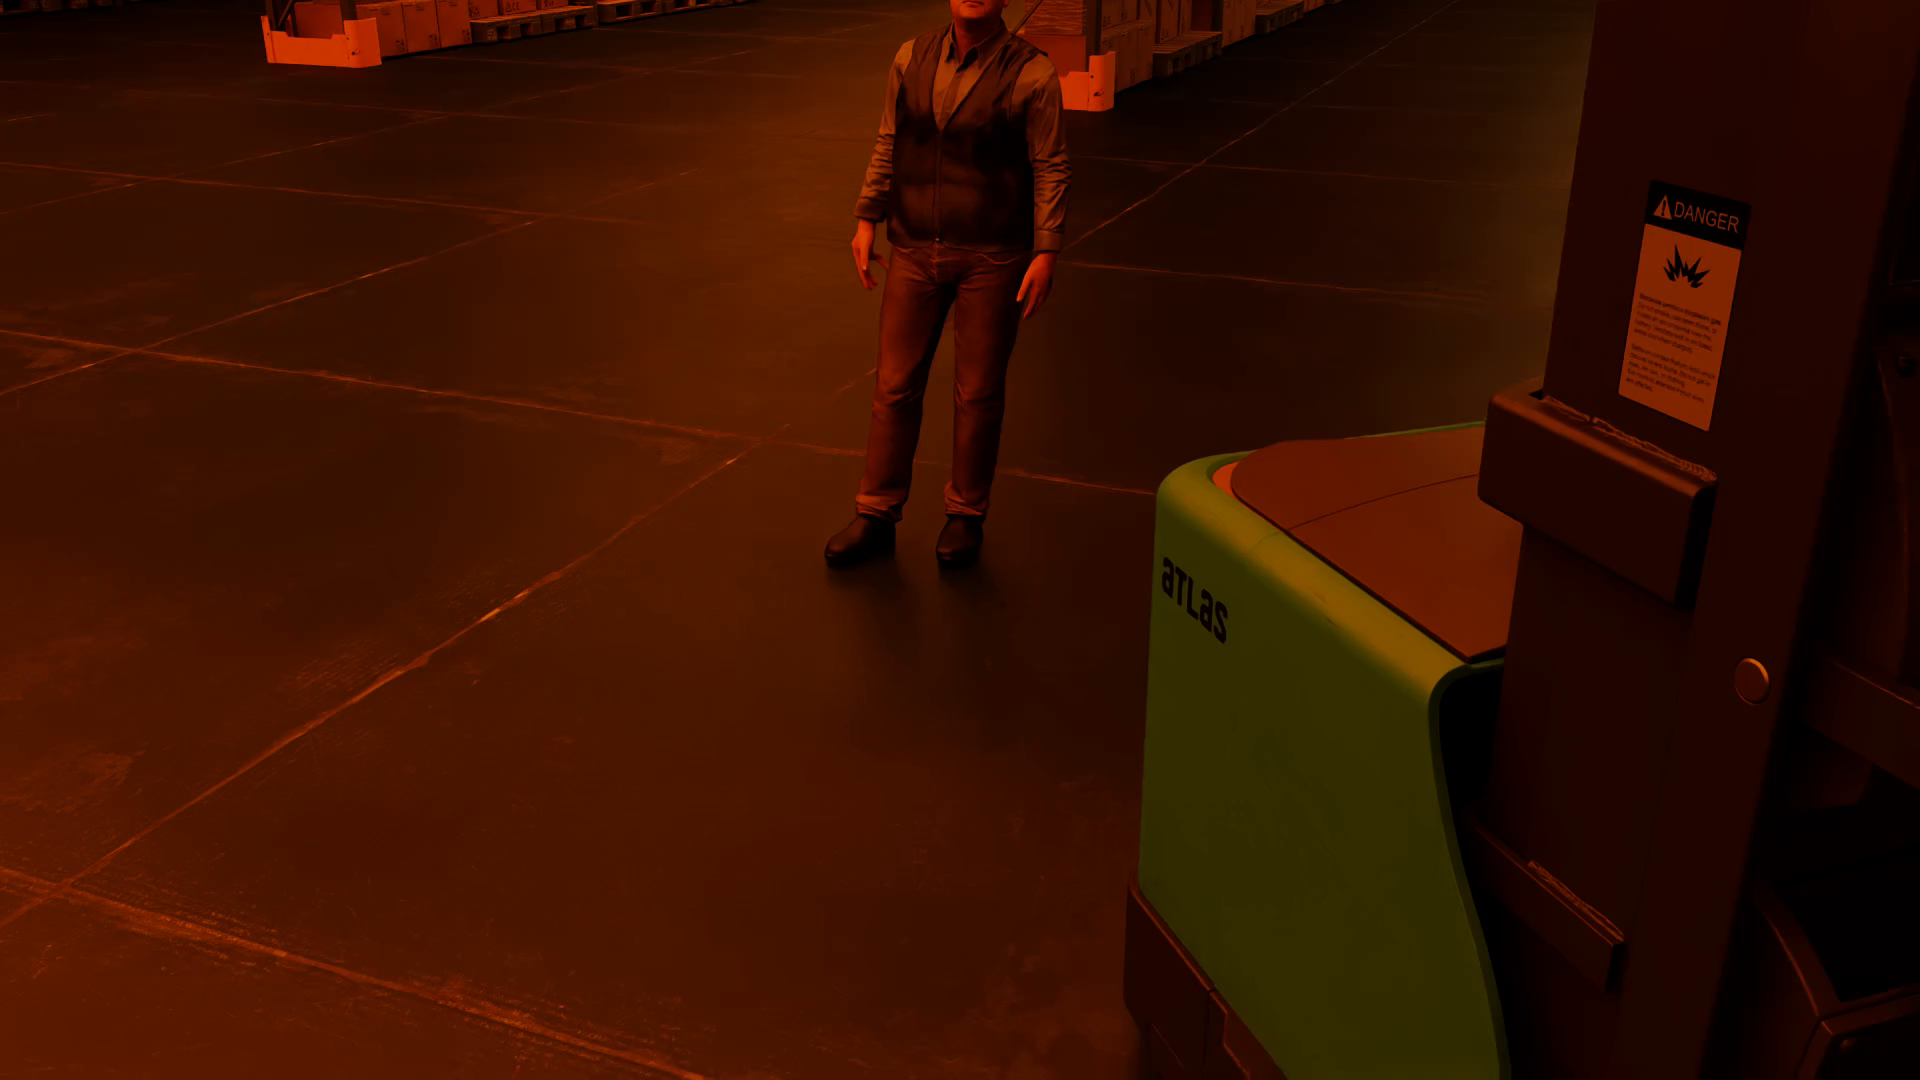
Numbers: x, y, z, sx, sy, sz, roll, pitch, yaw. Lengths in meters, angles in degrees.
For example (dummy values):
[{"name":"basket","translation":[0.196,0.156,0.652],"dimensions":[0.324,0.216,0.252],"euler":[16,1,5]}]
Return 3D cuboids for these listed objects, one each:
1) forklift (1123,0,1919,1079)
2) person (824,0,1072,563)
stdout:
[{"name":"forklift","translation":[1.268,-0.016,1.332],"dimensions":[1.130,2.935,3.031],"euler":[-8,24,-18]},{"name":"person","translation":[-0.031,-0.780,4.707],"dimensions":[0.634,1.722,0.566],"euler":[9,24,21]}]
